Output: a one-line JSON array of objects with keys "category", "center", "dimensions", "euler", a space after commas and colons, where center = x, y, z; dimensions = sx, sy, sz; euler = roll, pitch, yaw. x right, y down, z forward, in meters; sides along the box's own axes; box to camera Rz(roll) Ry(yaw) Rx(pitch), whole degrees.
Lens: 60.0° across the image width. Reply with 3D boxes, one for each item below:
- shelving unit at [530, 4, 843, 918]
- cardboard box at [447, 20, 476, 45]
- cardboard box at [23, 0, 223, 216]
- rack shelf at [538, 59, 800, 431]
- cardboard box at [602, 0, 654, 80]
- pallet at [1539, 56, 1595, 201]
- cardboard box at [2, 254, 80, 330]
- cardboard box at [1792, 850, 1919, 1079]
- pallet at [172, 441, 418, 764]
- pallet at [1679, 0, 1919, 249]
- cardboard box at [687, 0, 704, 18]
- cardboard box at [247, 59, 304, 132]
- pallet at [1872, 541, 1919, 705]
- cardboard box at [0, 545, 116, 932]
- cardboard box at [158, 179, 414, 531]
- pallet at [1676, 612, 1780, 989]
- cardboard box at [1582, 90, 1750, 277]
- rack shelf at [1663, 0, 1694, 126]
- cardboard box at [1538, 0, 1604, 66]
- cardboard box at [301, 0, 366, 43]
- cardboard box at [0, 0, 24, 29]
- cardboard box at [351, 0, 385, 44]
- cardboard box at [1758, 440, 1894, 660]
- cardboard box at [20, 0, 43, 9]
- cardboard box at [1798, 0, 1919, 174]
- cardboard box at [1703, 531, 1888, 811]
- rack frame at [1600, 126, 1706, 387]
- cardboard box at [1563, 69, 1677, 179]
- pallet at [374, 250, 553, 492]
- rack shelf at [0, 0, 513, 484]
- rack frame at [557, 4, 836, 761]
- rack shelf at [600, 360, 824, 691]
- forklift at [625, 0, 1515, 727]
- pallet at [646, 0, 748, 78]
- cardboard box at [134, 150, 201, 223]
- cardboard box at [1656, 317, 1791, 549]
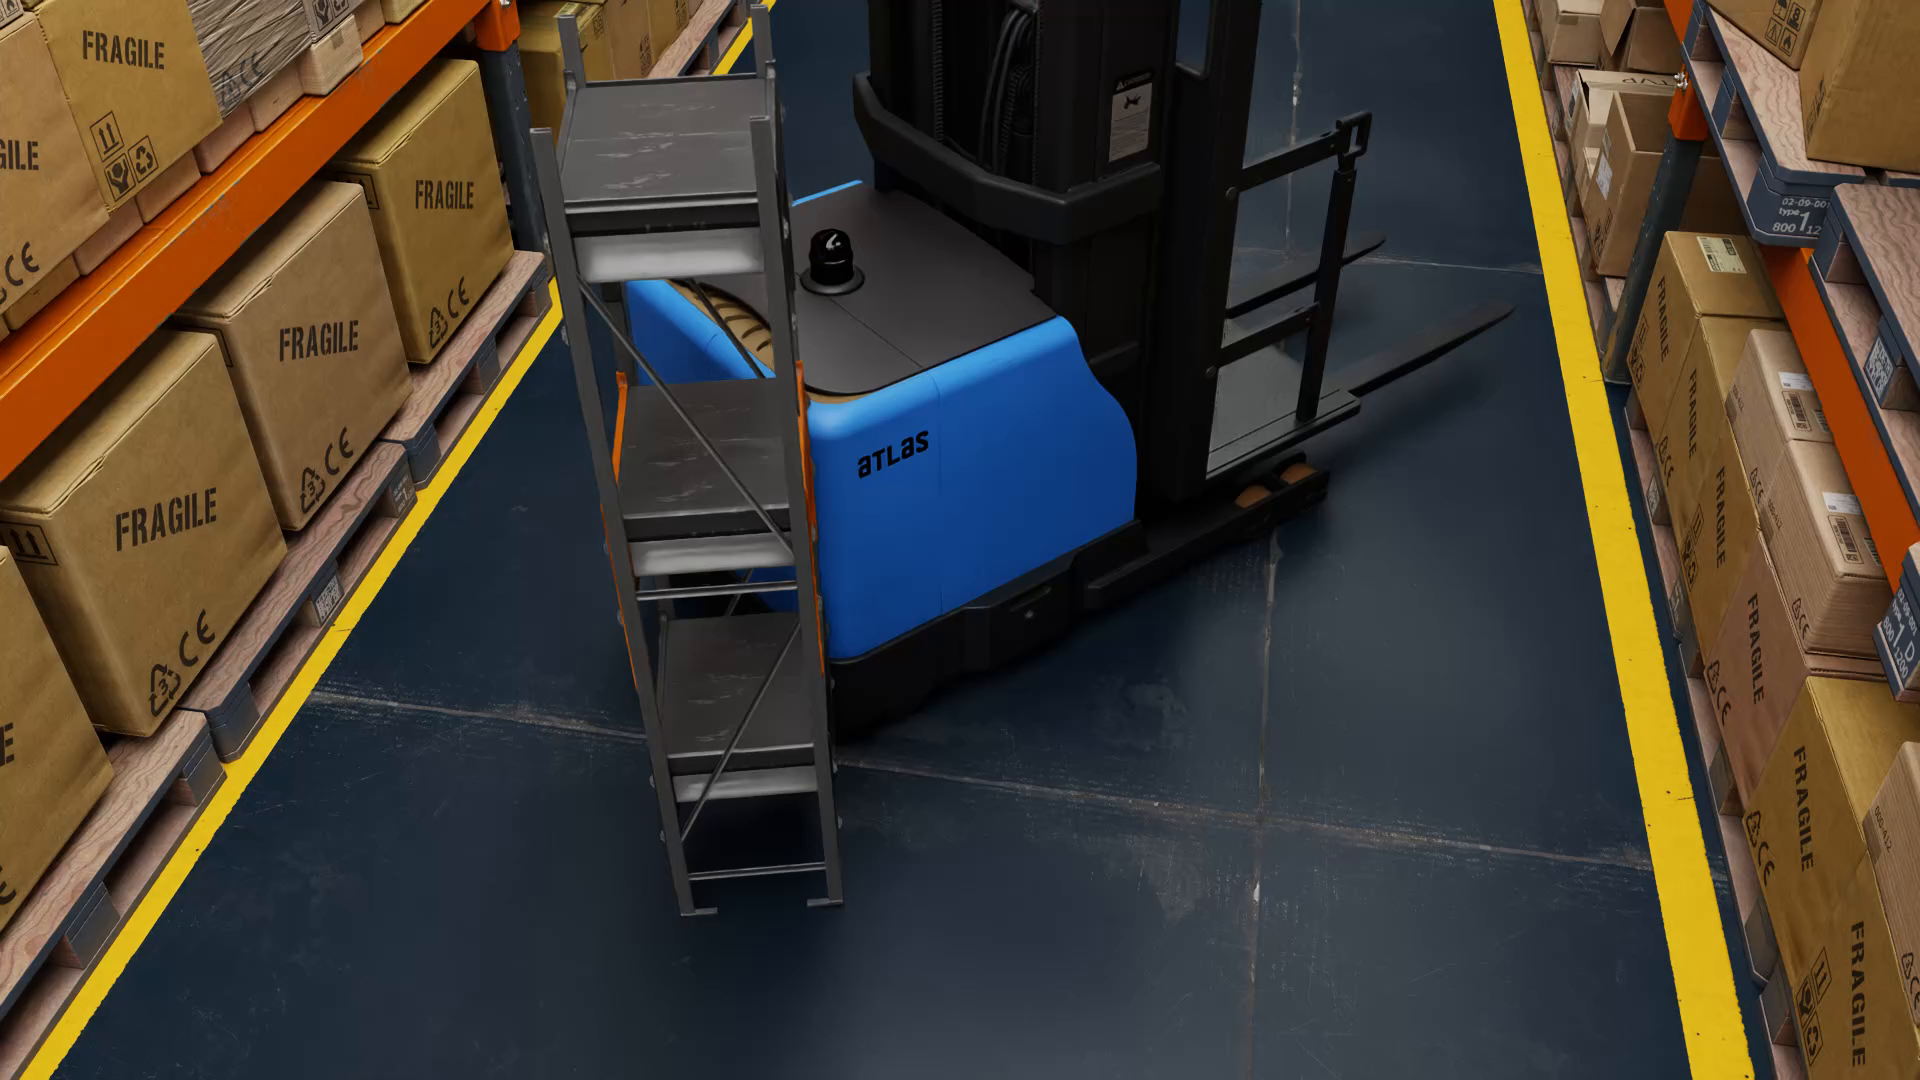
[{"category": "shelving unit", "center": [-0.529, -0.046, 3.653], "dimensions": [0.431, 2.100, 0.503], "euler": [-4, 40, -4]}, {"category": "cardboard box", "center": [-2.074, -2.074, 6.527], "dimensions": [0.380, 0.149, 0.250], "euler": [6, 40, 7]}, {"category": "cardboard box", "center": [-2.170, -1.130, 3.935], "dimensions": [0.500, 0.500, 0.500], "euler": [7, 40, 9]}, {"category": "rack shelf", "center": [-0.538, -0.574, 3.215], "dimensions": [0.431, 0.518, 0.480], "euler": [-4, 40, -4]}, {"category": "cardboard box", "center": [-1.763, -2.208, 7.198], "dimensions": [0.700, 0.500, 0.500], "euler": [6, 40, 7]}, {"category": "pallet", "center": [3.125, -1.816, 7.281], "dimensions": [1.003, 0.211, 1.213], "euler": [6, 40, 8]}, {"category": "cardboard box", "center": [-2.295, -0.628, 3.838], "dimensions": [0.380, 0.149, 0.250], "euler": [7, 40, 8]}, {"category": "cardboard box", "center": [2.035, 0.999, 3.304], "dimensions": [0.500, 0.500, 0.500], "euler": [8, 40, 9]}, {"category": "pallet", "center": [-2.351, 0.099, 4.965], "dimensions": [1.003, 0.211, 1.213], "euler": [6, 40, 8]}, {"category": "pallet", "center": [2.550, -1.129, 4.412], "dimensions": [1.003, 0.211, 1.213], "euler": [6, 40, 8]}, {"category": "cardboard box", "center": [-1.587, -2.865, 7.993], "dimensions": [0.700, 0.500, 0.500], "euler": [5, 40, 6]}, {"category": "cardboard box", "center": [-2.068, -1.267, 4.610], "dimensions": [0.380, 0.149, 0.250], "euler": [6, 40, 8]}, {"category": "pallet", "center": [2.152, 0.459, 2.492], "dimensions": [1.213, 0.211, 1.003], "euler": [6, 40, 8]}, {"category": "cardboard box", "center": [-2.519, 0.494, 3.656], "dimensions": [0.750, 0.750, 0.750], "euler": [6, 40, 7]}, {"category": "cardboard box", "center": [-2.219, -0.589, 4.966], "dimensions": [0.750, 0.750, 0.750], "euler": [8, 40, 9]}, {"category": "pallet", "center": [2.484, 0.665, 4.280], "dimensions": [1.003, 0.211, 1.213], "euler": [6, 40, 8]}, {"category": "cardboard box", "center": [2.615, -1.287, 6.070], "dimensions": [0.500, 0.500, 0.500], "euler": [6, 40, 8]}, {"category": "rack shelf", "center": [3.142, -2.670, 6.690], "dimensions": [1.077, 0.370, 4.000], "euler": [6, 40, 8]}, {"category": "cardboard box", "center": [2.942, -2.375, 7.581], "dimensions": [0.500, 0.250, 0.500], "euler": [6, 40, 8]}, {"category": "cardboard box", "center": [-1.994, -1.758, 4.695], "dimensions": [0.500, 0.500, 0.500], "euler": [7, 40, 8]}, {"category": "cardboard box", "center": [-2.268, -1.084, 3.291], "dimensions": [0.500, 0.250, 0.500], "euler": [7, 40, 8]}, {"category": "cardboard box", "center": [-1.973, -1.585, 4.995], "dimensions": [0.380, 0.149, 0.250], "euler": [8, 40, 9]}, {"category": "cardboard box", "center": [2.213, 0.032, 3.886], "dimensions": [0.500, 0.250, 0.500], "euler": [6, 40, 7]}, {"category": "cardboard box", "center": [-2.186, -1.405, 3.679], "dimensions": [0.500, 0.250, 0.500], "euler": [6, 40, 7]}, {"category": "cardboard box", "center": [2.437, -1.182, 3.917], "dimensions": [0.700, 0.500, 0.500], "euler": [12, 41, 15]}, {"category": "cardboard box", "center": [2.209, 0.344, 4.096], "dimensions": [0.500, 0.500, 0.500], "euler": [5, 40, 6]}, {"category": "rack frame", "center": [2.796, -1.692, 4.943], "dimensions": [1.000, 3.000, 0.127], "euler": [6, 40, 8]}, {"category": "cardboard box", "center": [2.745, -1.685, 6.699], "dimensions": [0.500, 0.311, 0.500], "euler": [6, 40, 8]}, {"category": "pallet", "center": [-2.143, -0.669, 5.894], "dimensions": [1.003, 0.211, 1.213], "euler": [6, 40, 8]}, {"category": "rack shelf", "center": [-2.429, -0.704, 4.312], "dimensions": [1.077, 0.370, 4.000], "euler": [6, 40, 8]}, {"category": "rack frame", "center": [-0.551, -0.201, 3.840], "dimensions": [0.400, 2.100, 0.015], "euler": [-4, 40, -4]}, {"category": "rack shelf", "center": [-0.528, -0.035, 3.661], "dimensions": [0.431, 0.518, 0.480], "euler": [-4, 40, -4]}, {"category": "forklift", "center": [0.562, -1.382, 4.621], "dimensions": [3.031, 2.935, 1.130], "euler": [-25, 46, -27]}, {"category": "pallet", "center": [-1.666, -2.398, 7.985], "dimensions": [1.003, 0.211, 1.213], "euler": [6, 40, 8]}, {"category": "cardboard box", "center": [-2.183, -0.946, 4.221], "dimensions": [0.380, 0.149, 0.250], "euler": [8, 40, 9]}, {"category": "cardboard box", "center": [2.391, -0.286, 4.858], "dimensions": [0.500, 0.500, 0.500], "euler": [7, 40, 8]}]
